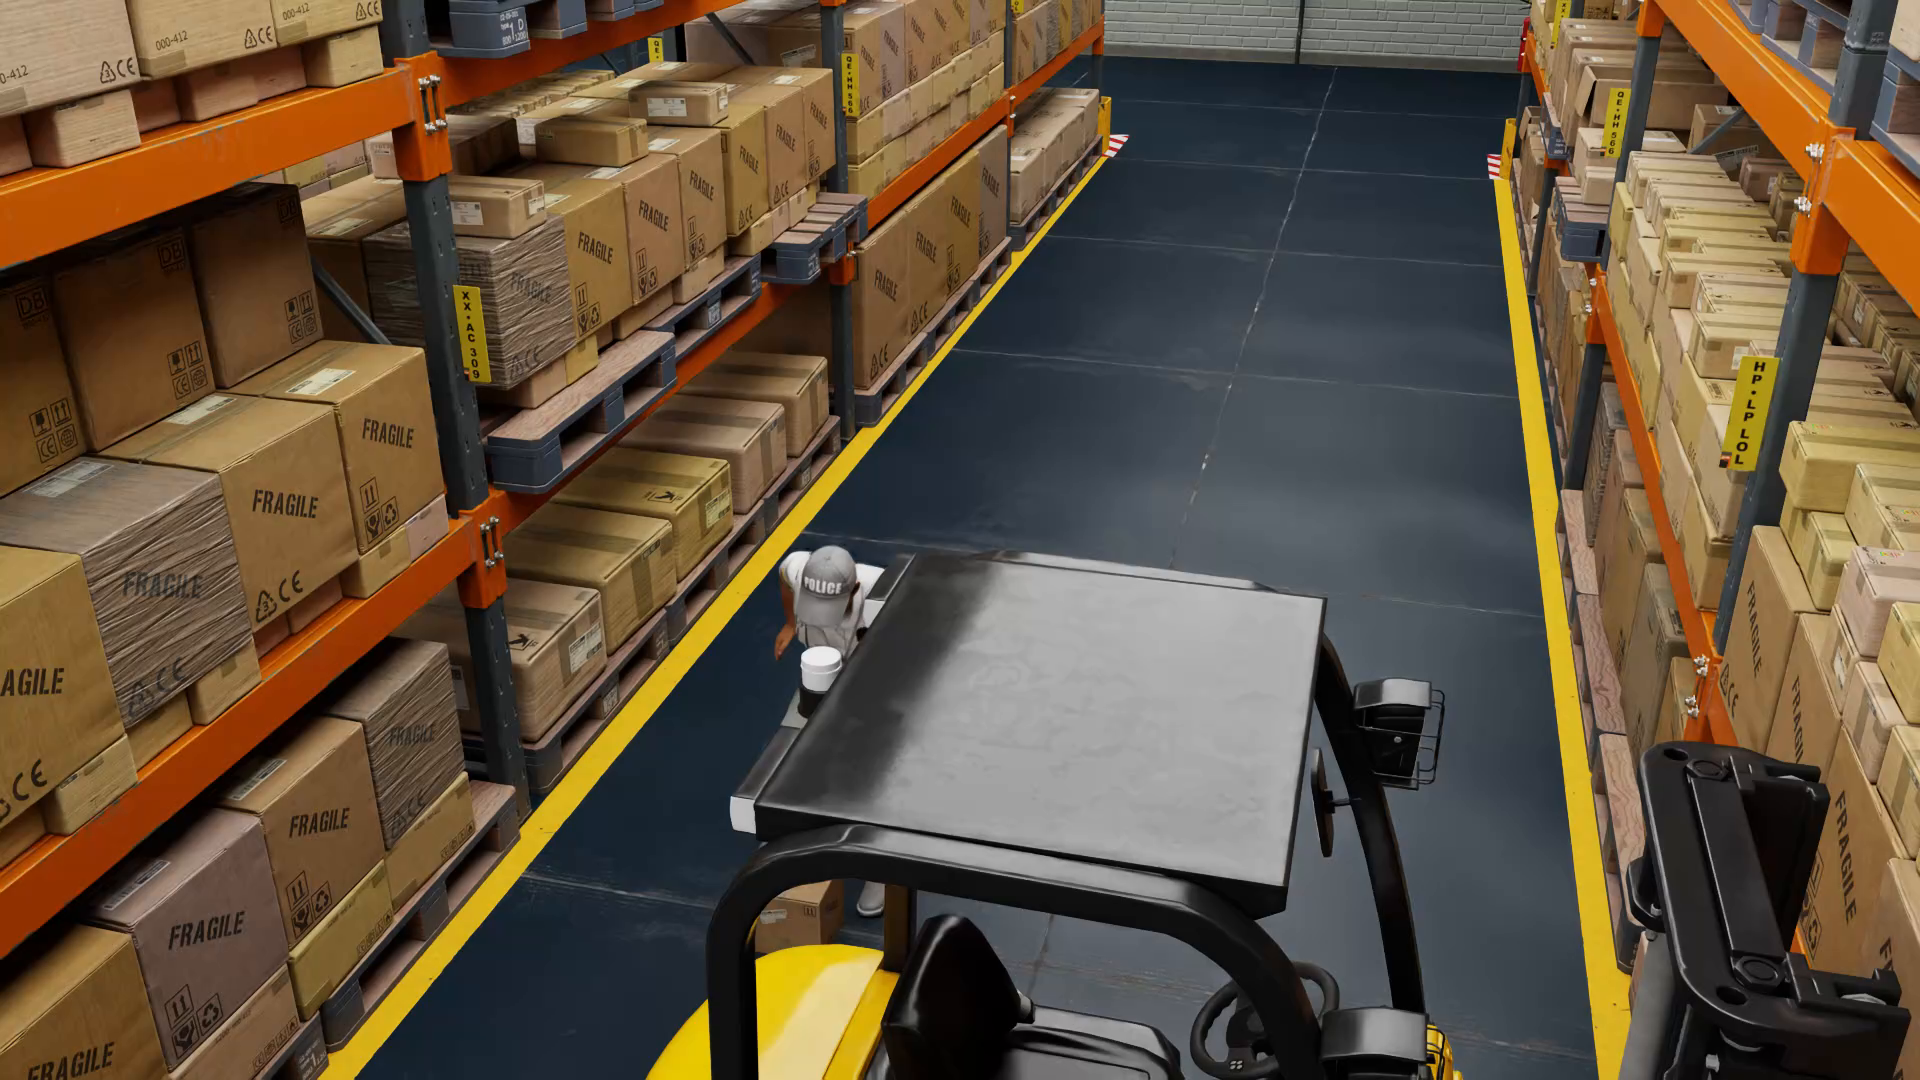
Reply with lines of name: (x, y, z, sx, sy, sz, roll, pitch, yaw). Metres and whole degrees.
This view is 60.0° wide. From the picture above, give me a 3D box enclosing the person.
person: (-0.382, 0.557, 5.780, 0.716, 1.382, 0.759, 8, 27, 16)
